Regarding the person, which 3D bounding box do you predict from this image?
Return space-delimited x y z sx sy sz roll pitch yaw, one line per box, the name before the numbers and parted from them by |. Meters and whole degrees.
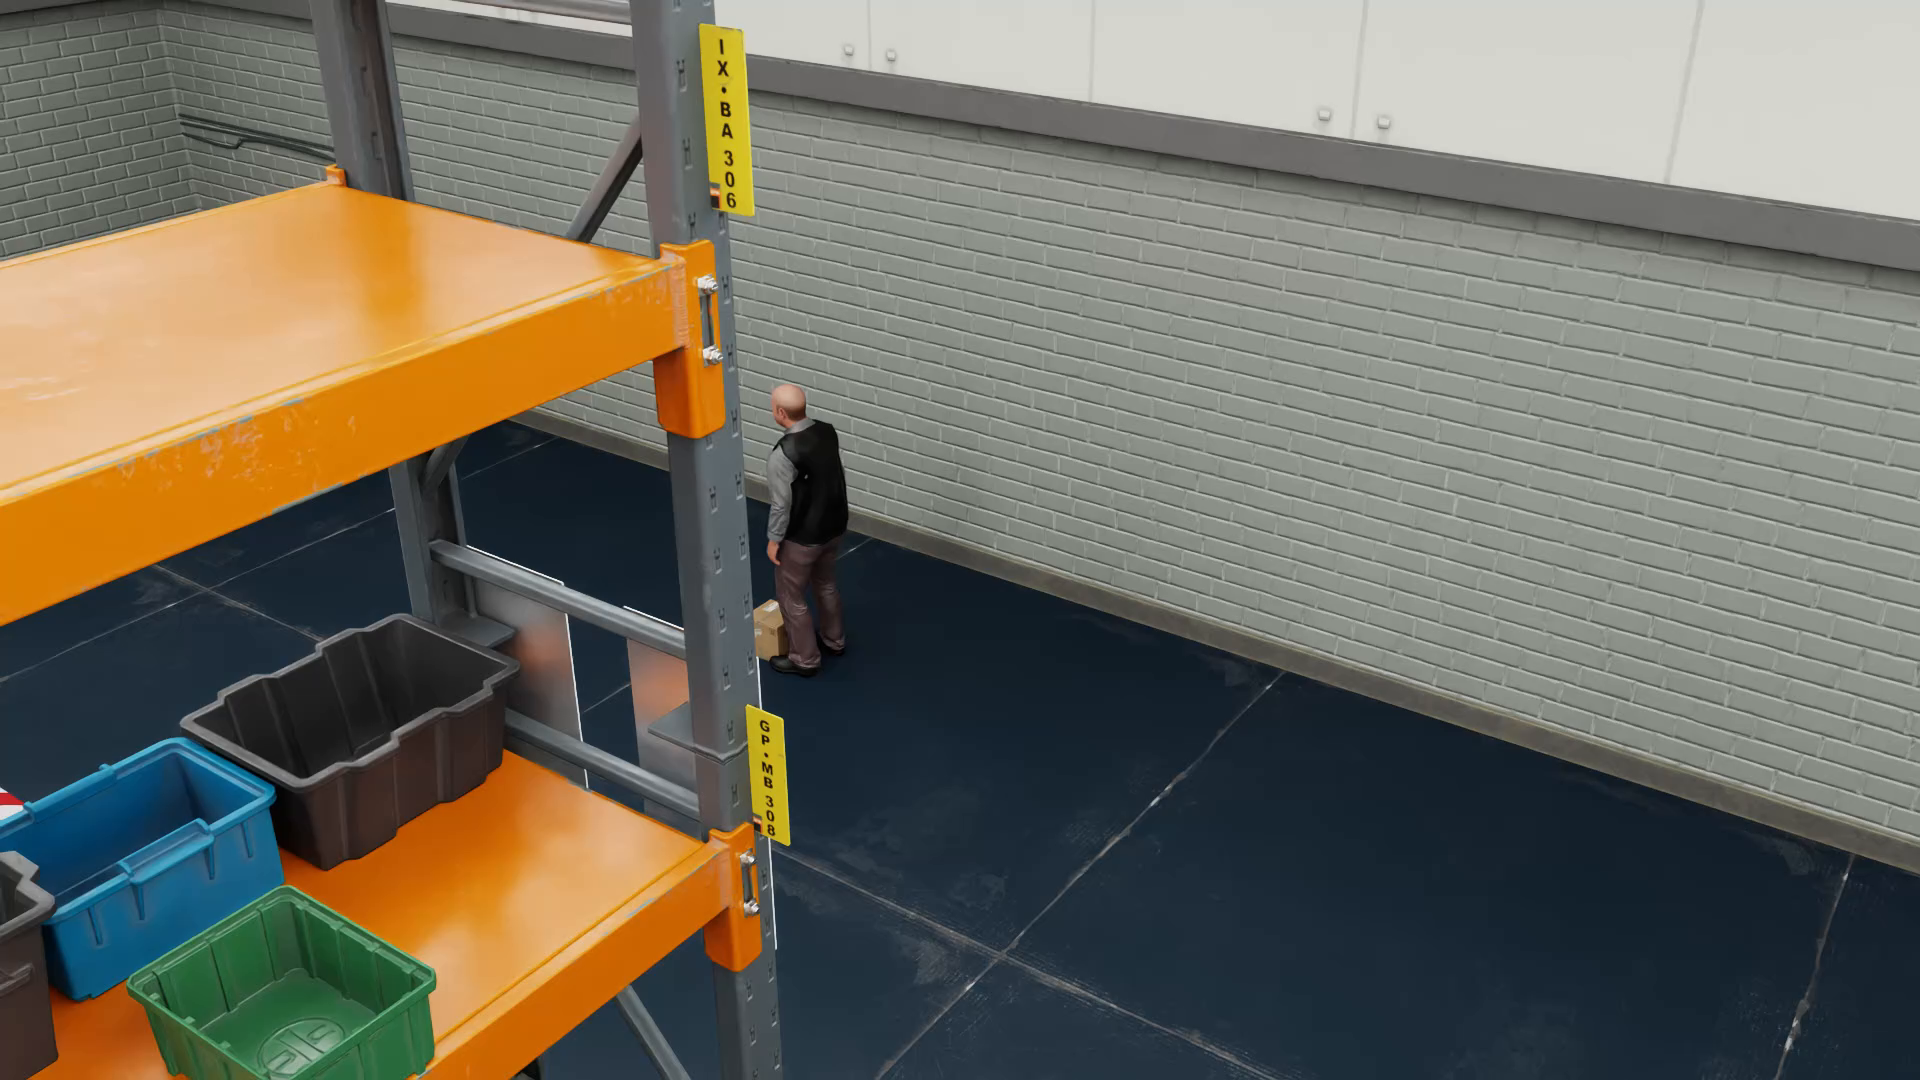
person | -0.848 -0.050 9.293 0.421 1.720 0.580 18 32 31
